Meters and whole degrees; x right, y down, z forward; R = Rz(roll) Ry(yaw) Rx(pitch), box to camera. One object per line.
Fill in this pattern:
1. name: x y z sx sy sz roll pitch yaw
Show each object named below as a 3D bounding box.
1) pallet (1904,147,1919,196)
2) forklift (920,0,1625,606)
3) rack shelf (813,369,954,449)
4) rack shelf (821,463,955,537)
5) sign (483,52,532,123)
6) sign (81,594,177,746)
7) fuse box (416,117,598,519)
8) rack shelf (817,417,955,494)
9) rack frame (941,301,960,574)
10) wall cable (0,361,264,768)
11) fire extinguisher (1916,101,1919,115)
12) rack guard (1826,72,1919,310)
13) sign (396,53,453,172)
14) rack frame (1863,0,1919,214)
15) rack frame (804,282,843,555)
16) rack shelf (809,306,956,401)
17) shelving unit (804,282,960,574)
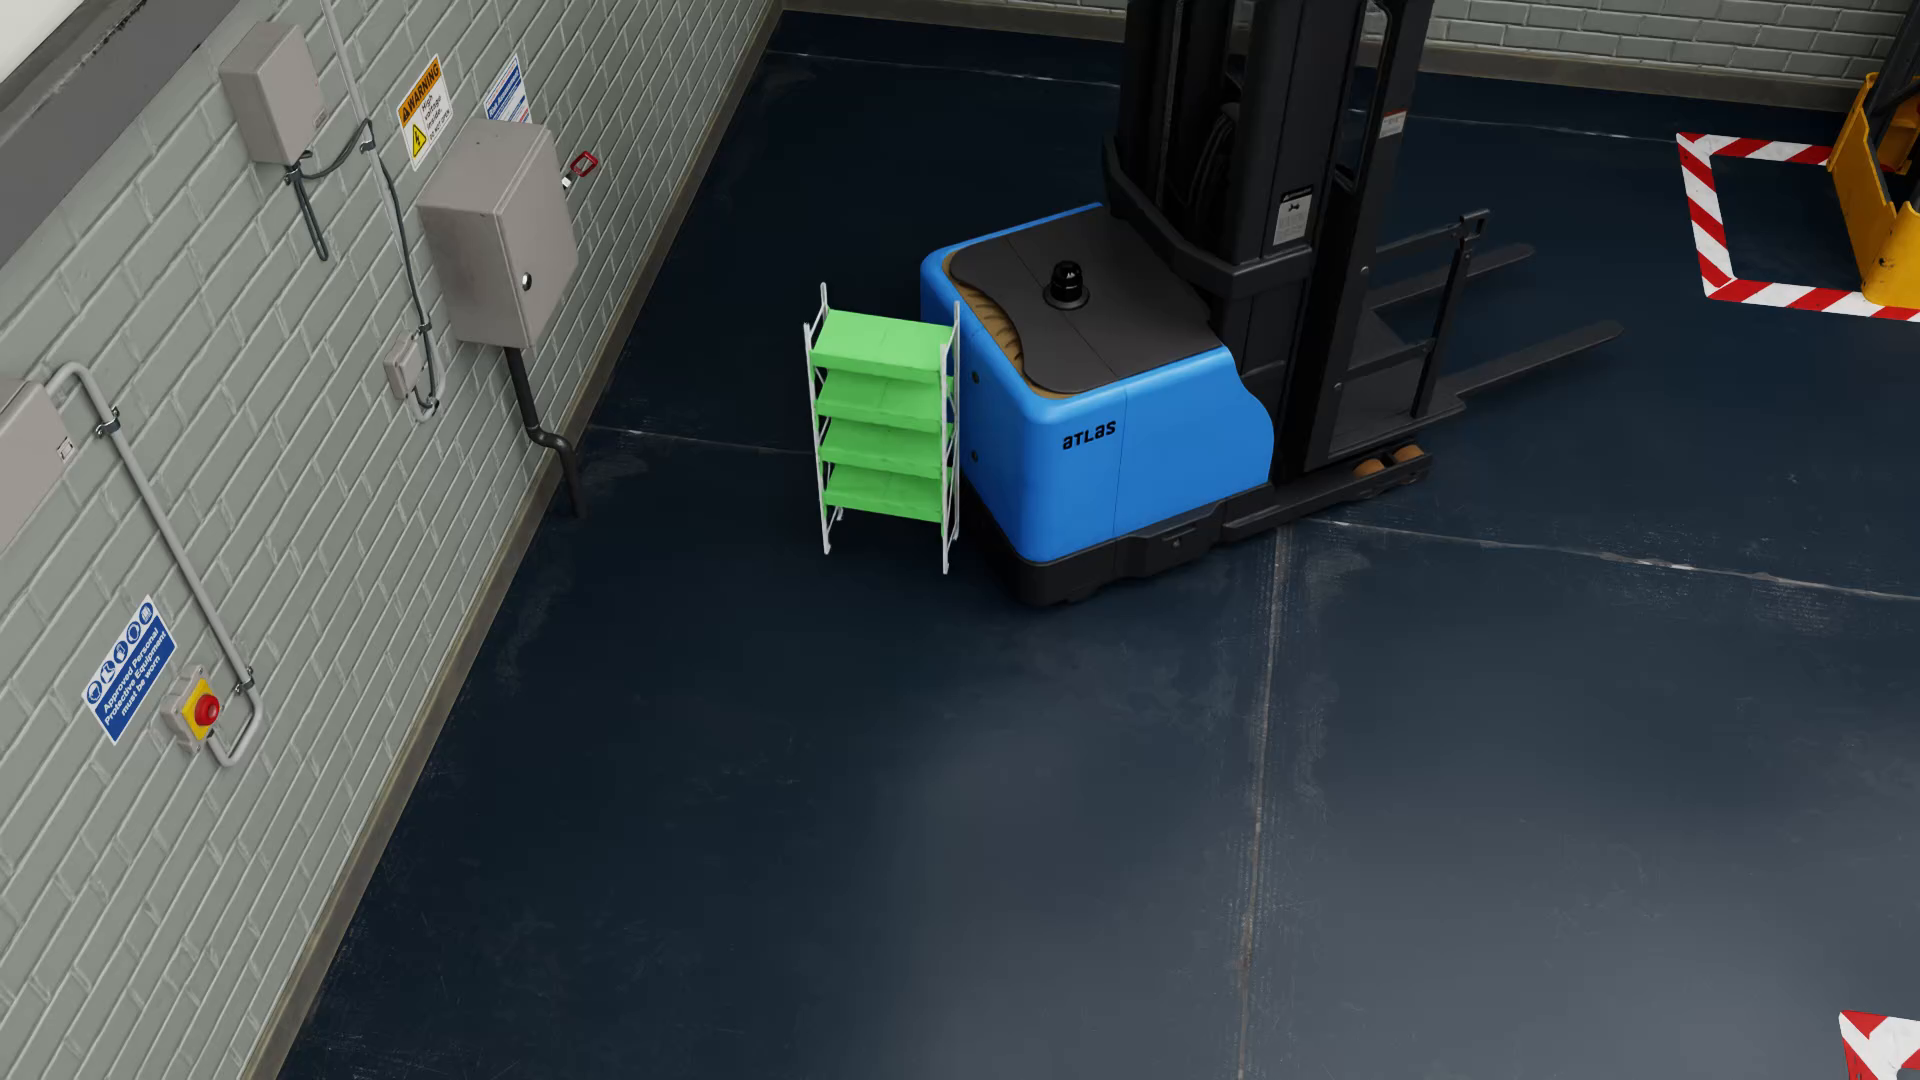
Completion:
1. pallet: 5.254 -1.466 7.897 1.213 0.211 1.003 8 49 7
2. forklift: 1.392 -1.487 6.088 3.031 2.935 1.130 -20 51 -17
3. rack shelf: -0.273 -0.509 6.136 0.480 0.148 0.258 9 49 8
4. rack shelf: -0.273 -0.189 6.493 0.480 0.148 0.258 9 49 8
5. sign: -1.637 -1.483 6.102 0.001 0.494 0.329 8 49 7
6. sign: -2.107 0.329 4.228 0.001 0.218 0.327 8 49 7
7. fuse box: -1.521 -0.695 6.196 0.414 1.711 0.539 8 49 7
8. rack shelf: -0.273 -0.349 6.315 0.480 0.148 0.258 9 49 8
9. rack frame: -0.035 -0.353 6.233 0.015 1.200 0.240 9 49 8
10. wall cable: -2.038 0.042 3.963 0.123 1.953 0.585 8 49 7
11. fire extinguisher: 4.167 -2.043 6.844 0.183 0.674 0.296 8 49 7
12. rack guard: 4.469 -1.667 7.884 0.348 0.500 1.175 8 49 7
13. sign: -1.734 -1.389 5.398 0.001 0.242 0.339 8 49 7
14. rack frame: 4.394 -2.513 6.963 0.127 3.000 1.000 8 49 7
15. rack frame: -0.511 -0.430 6.302 0.015 1.200 0.240 9 49 8
16. rack shelf: -0.273 -0.670 5.958 0.480 0.148 0.258 9 49 8
17. shelving unit: -0.273 -0.392 6.267 0.503 1.200 0.258 9 49 8
